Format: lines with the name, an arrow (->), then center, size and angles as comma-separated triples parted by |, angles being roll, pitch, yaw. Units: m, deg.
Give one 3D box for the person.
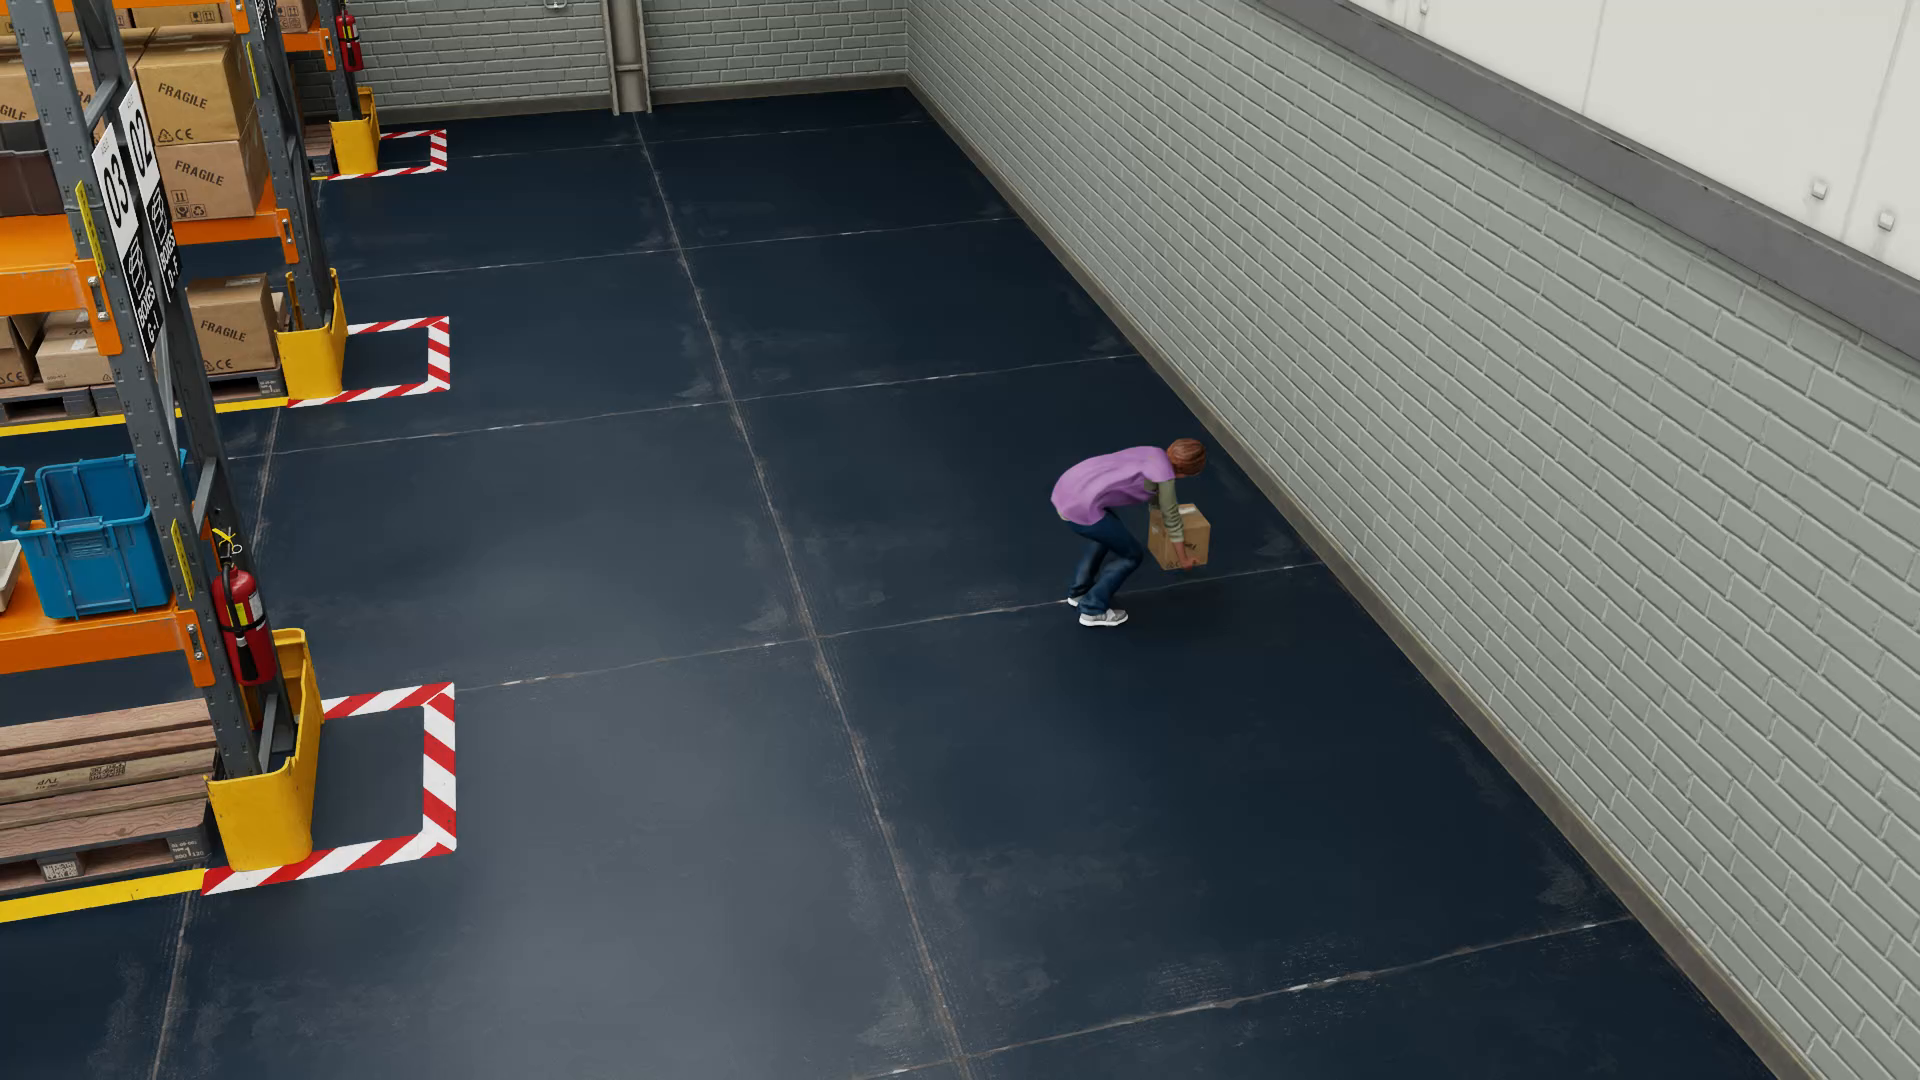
person -> 0.902, -0.053, 8.929 | 0.861, 0.984, 0.421 | -9, 32, -16
